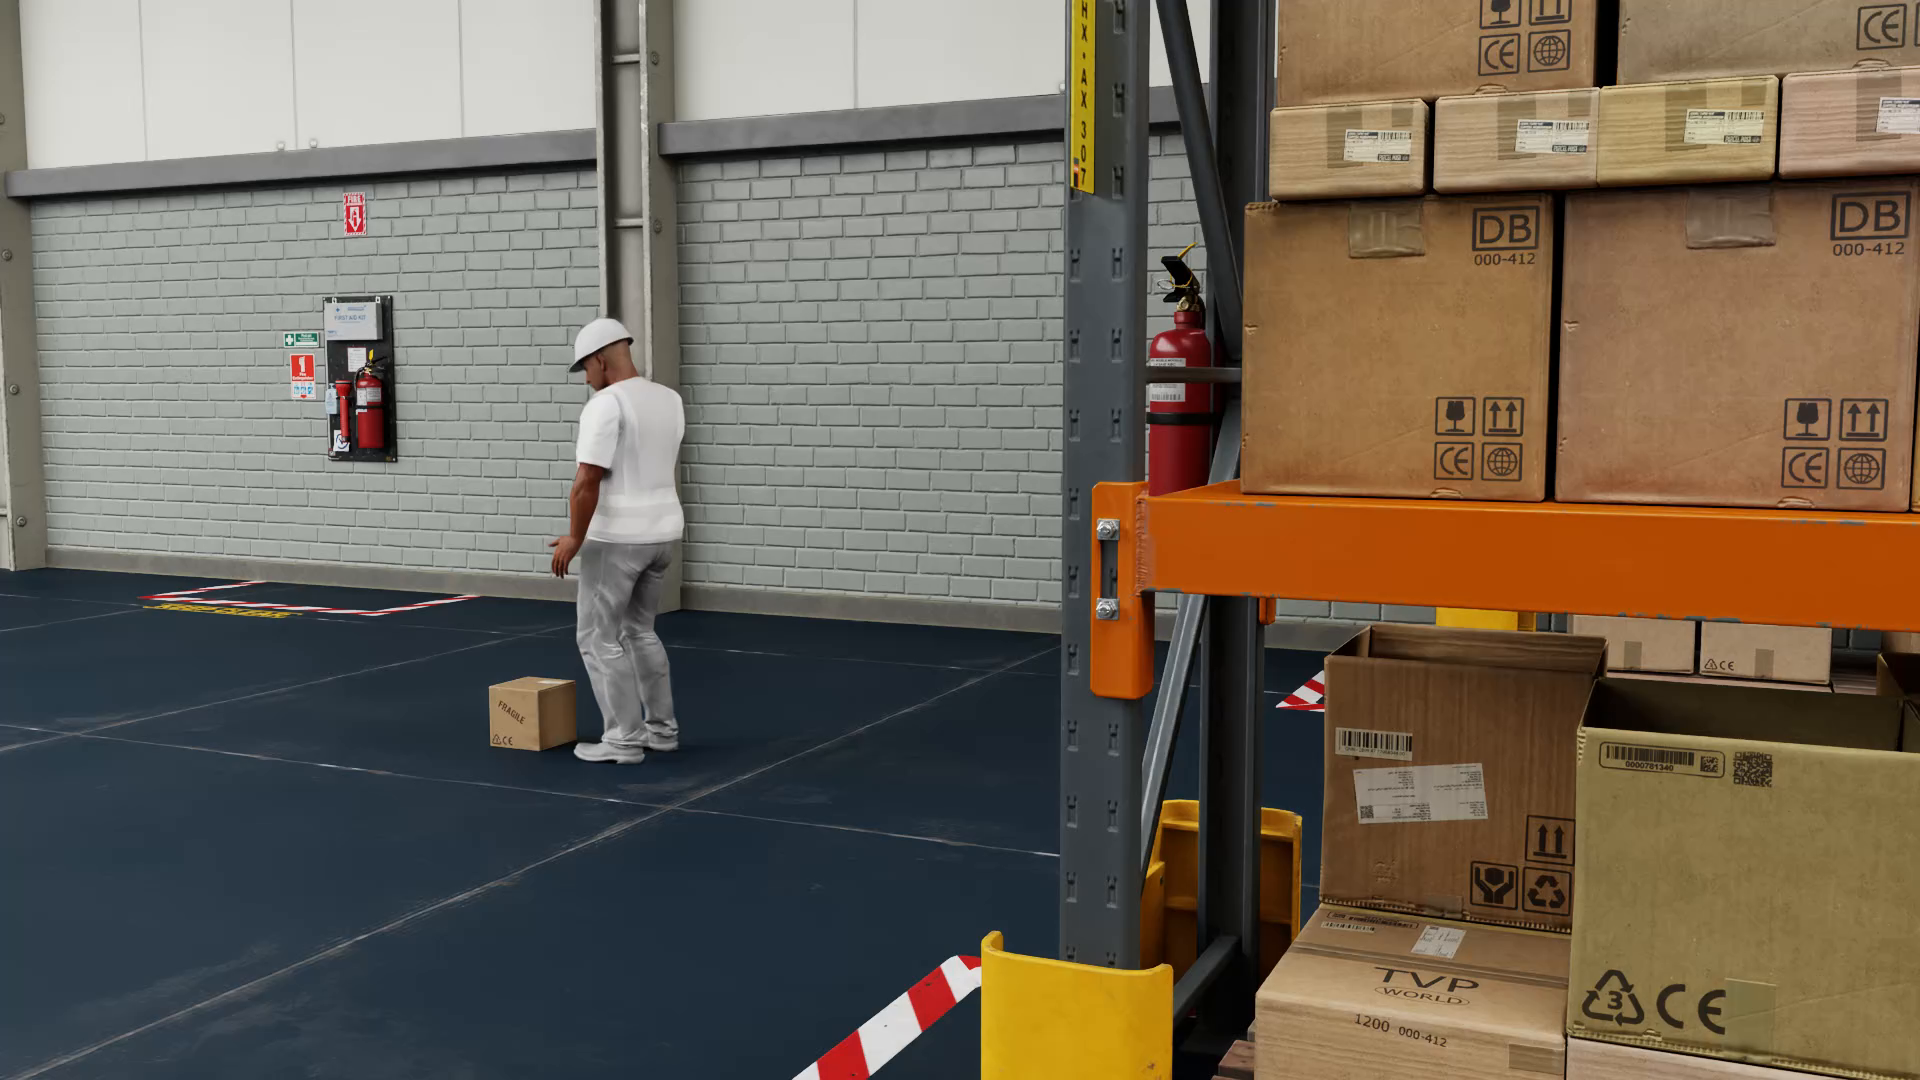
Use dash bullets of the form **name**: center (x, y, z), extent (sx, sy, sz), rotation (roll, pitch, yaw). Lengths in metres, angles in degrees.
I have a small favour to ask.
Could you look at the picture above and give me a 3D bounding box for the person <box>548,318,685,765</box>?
- **person**: center (-1.342, 0.000, 6.578), extent (0.409, 1.739, 0.581), rotation (3, 6, 25)
